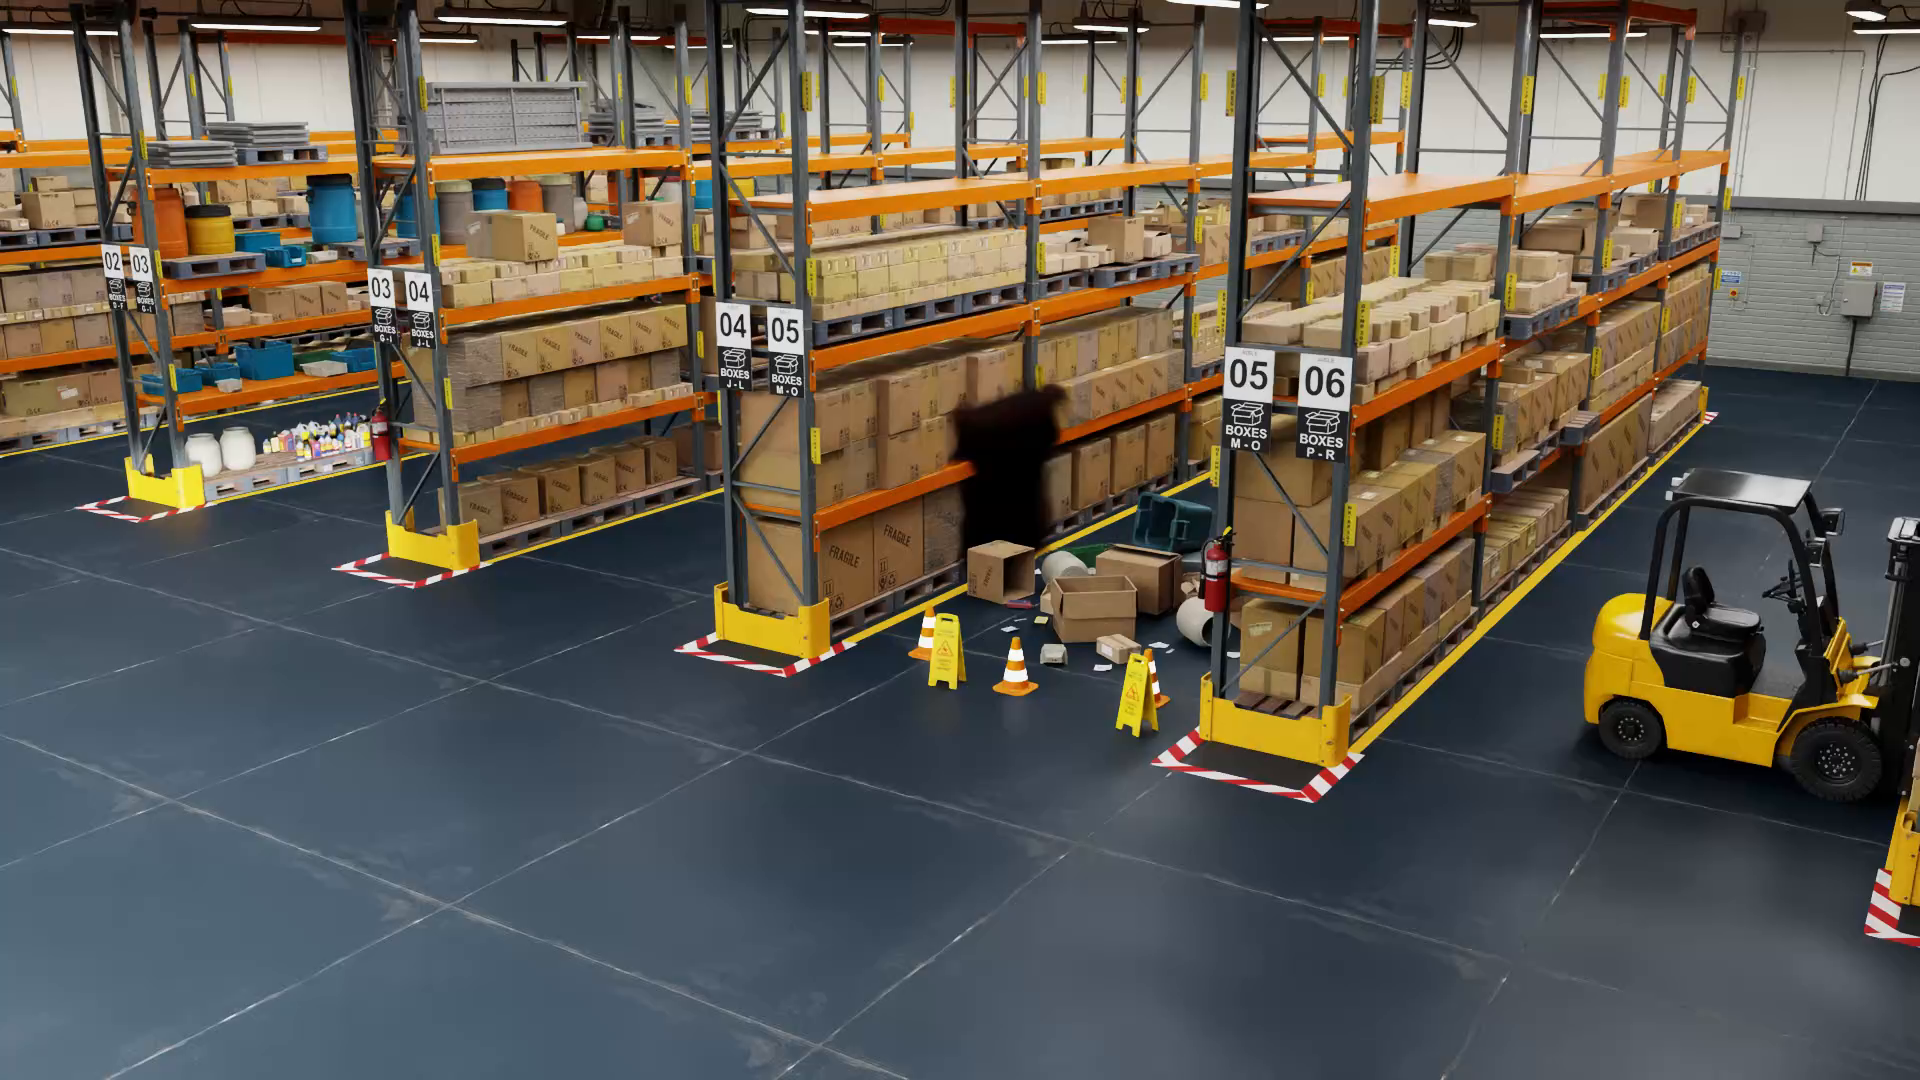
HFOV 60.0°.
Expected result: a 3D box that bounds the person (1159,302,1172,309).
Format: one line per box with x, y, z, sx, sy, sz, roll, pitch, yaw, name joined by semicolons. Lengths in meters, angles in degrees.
3.180;-2.847;26.097;0.442;1.785;0.670;1;16;4;person
